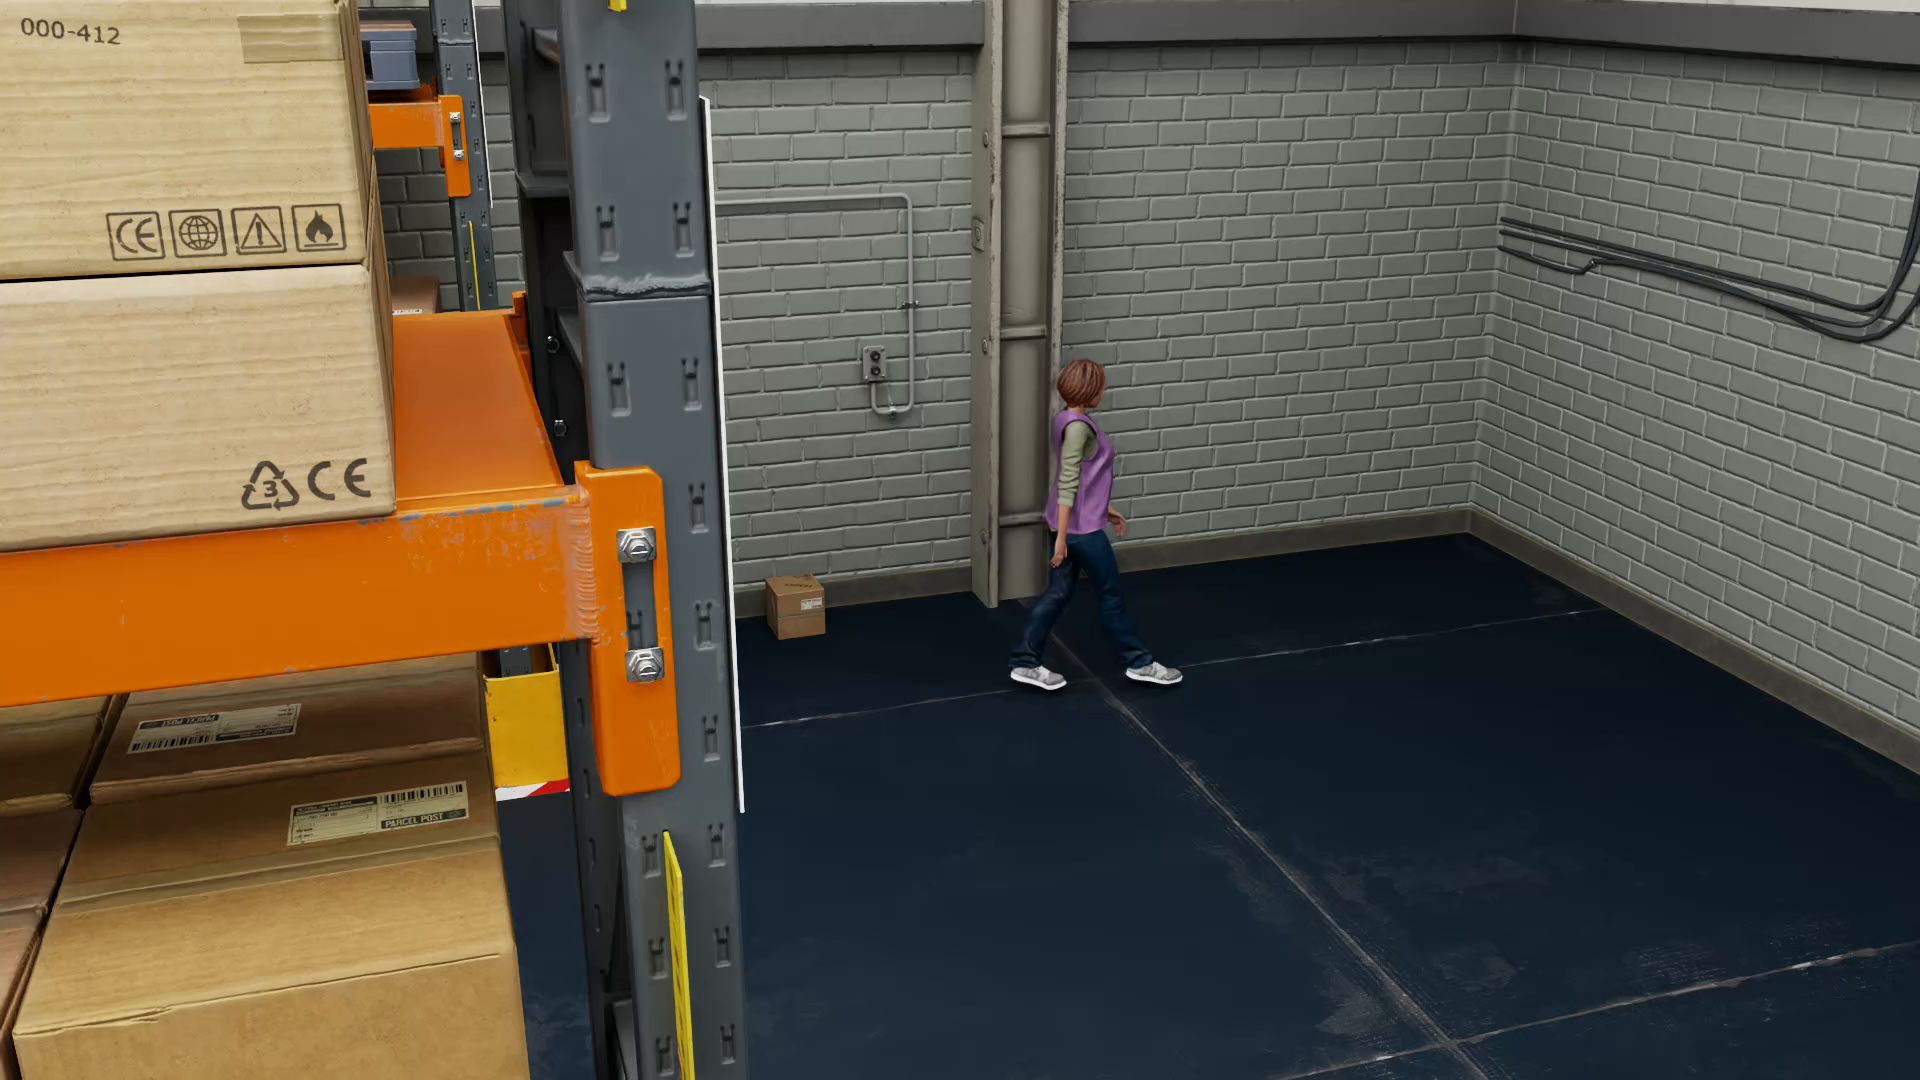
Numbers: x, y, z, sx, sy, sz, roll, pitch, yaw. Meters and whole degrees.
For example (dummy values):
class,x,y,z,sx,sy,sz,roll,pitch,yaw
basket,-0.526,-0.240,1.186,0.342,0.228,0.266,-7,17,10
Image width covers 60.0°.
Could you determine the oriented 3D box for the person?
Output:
class,x,y,z,sx,sy,sz,roll,pitch,yaw
person,0.636,-0.065,7.735,0.834,1.554,0.487,-2,20,-7
